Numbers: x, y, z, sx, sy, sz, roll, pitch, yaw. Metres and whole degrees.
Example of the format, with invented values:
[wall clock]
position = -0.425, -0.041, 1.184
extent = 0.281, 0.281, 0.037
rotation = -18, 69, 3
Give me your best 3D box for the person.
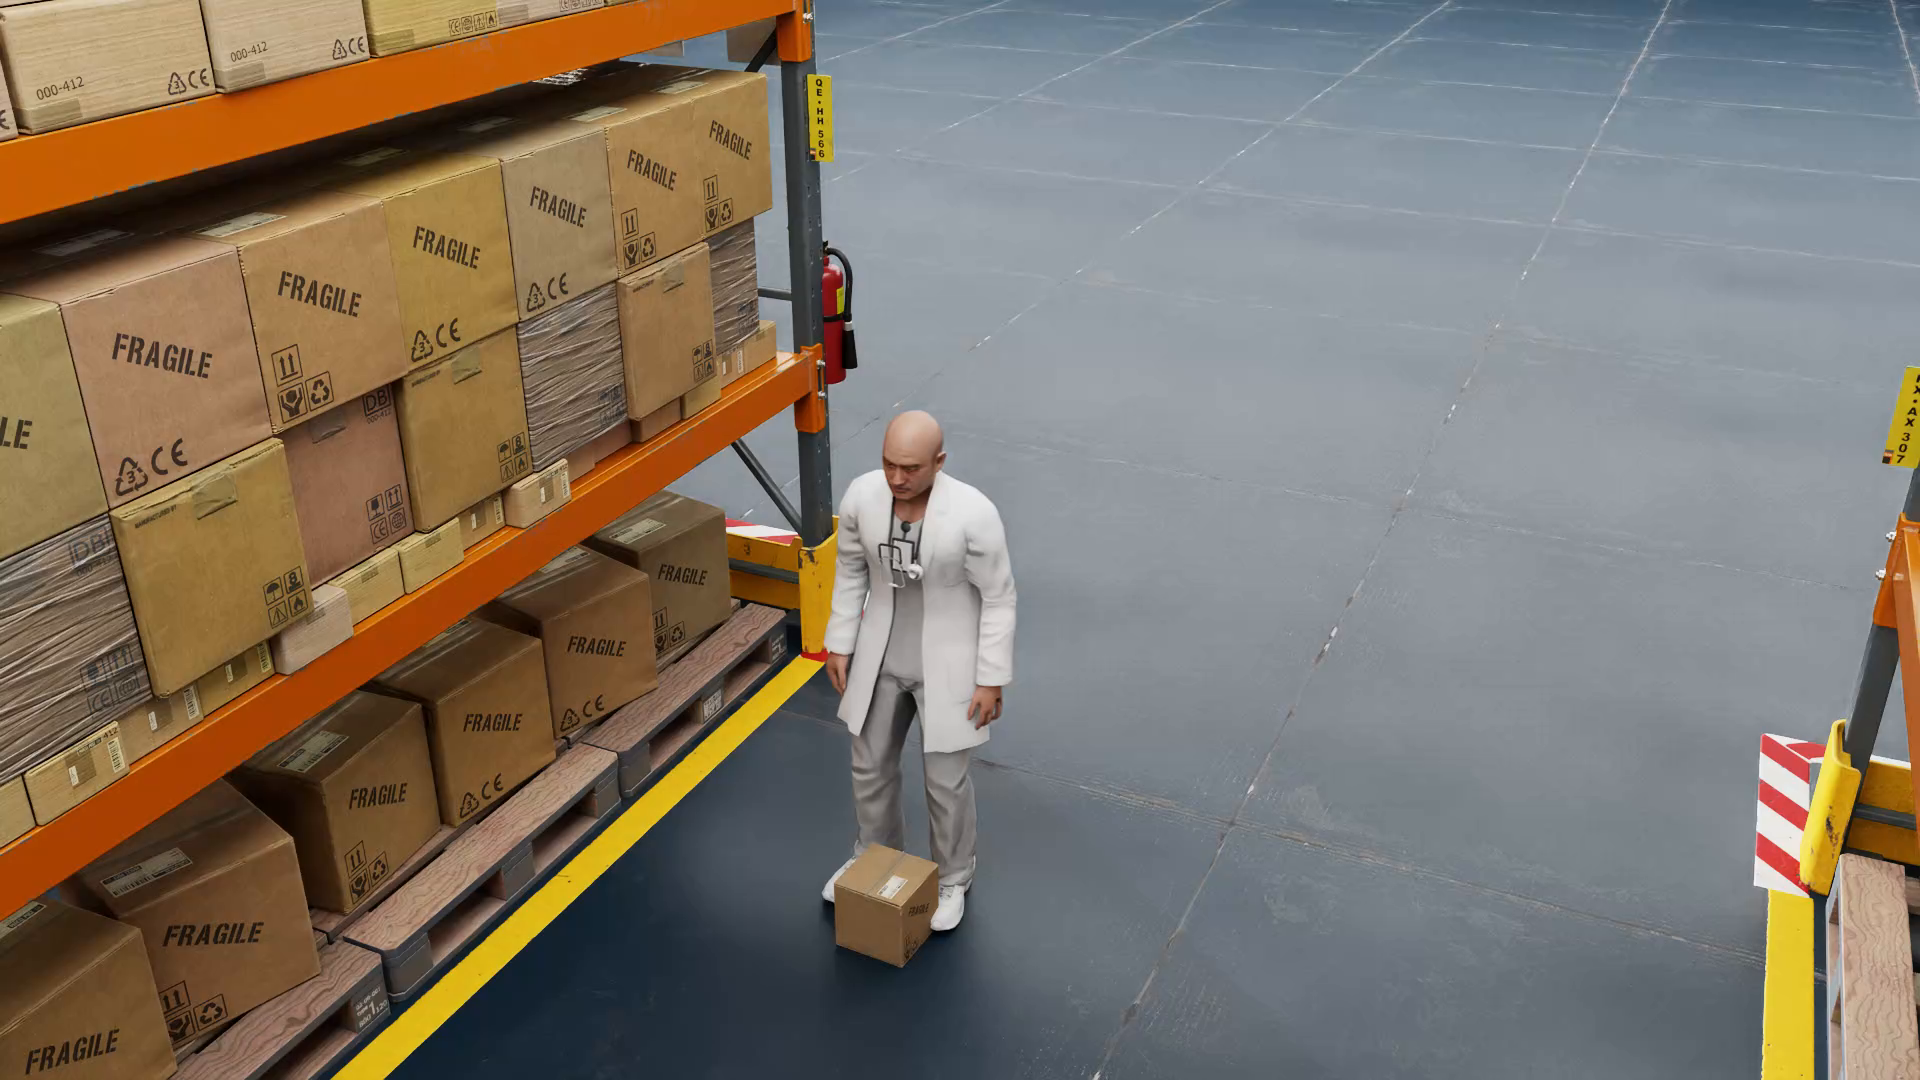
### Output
[person]
position = -0.136, 0.402, 5.297
extent = 0.648, 1.774, 0.418
rotation = 11, 28, 21
